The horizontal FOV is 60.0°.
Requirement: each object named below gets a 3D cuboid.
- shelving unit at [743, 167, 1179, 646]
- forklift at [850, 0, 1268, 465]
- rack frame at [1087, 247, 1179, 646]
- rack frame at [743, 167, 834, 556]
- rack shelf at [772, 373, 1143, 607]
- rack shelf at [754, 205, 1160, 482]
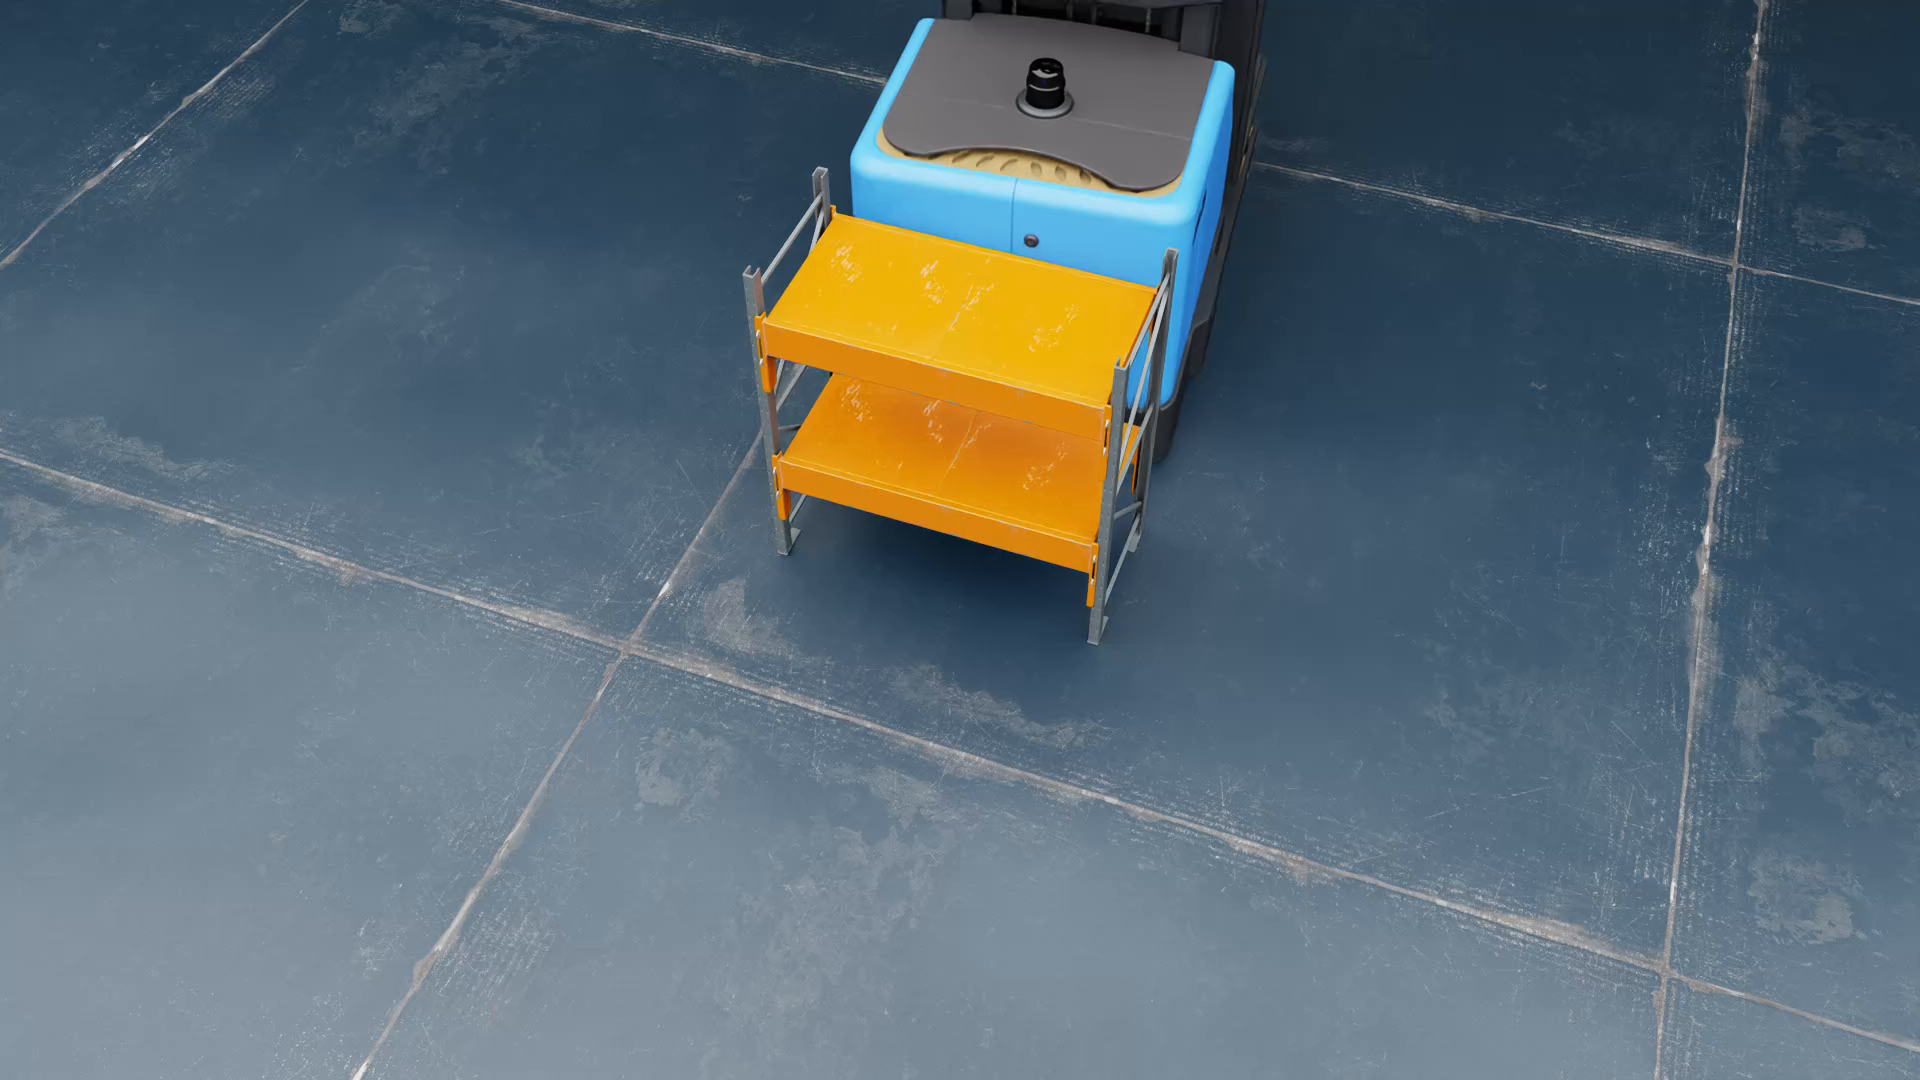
[{"bbox_3d":[0.006,-0.367,4.823,1.048,1.125,0.538,16,51,13],"label":"shelving unit"},{"bbox_3d":[0.538,-2.341,5.340,1.130,2.935,3.031,11,50,10],"label":"forklift"},{"bbox_3d":[0.483,-0.234,4.708,0.032,1.125,0.500,16,51,13],"label":"rack frame"},{"bbox_3d":[-0.471,-0.500,4.939,0.032,1.125,0.500,16,51,13],"label":"rack frame"},{"bbox_3d":[0.006,-0.206,5.008,1.000,0.278,0.538,16,51,13],"label":"rack shelf"},{"bbox_3d":[0.006,-0.558,4.602,1.000,0.278,0.538,16,51,13],"label":"rack shelf"}]
